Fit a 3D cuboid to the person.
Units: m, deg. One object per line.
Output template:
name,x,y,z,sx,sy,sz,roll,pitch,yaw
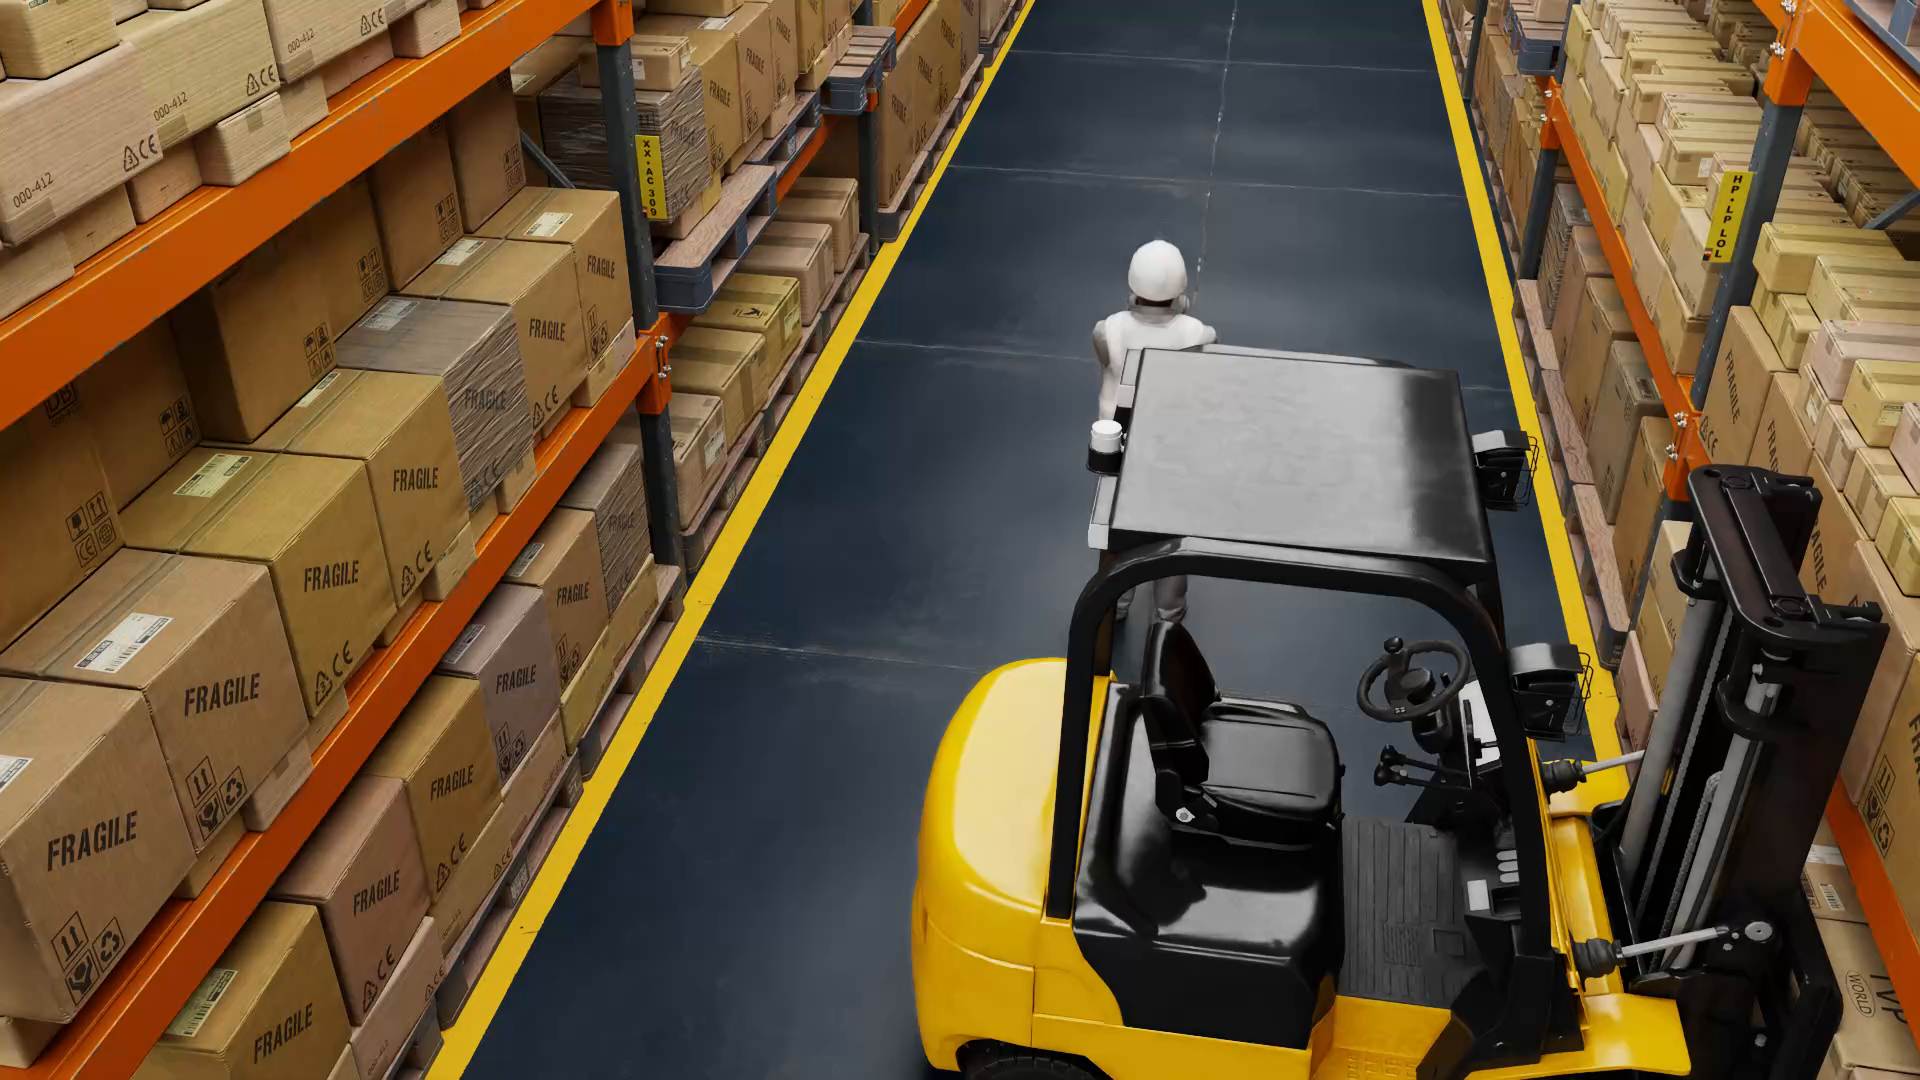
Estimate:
person,0.782,-0.454,6.842,0.494,1.763,0.556,5,33,8
